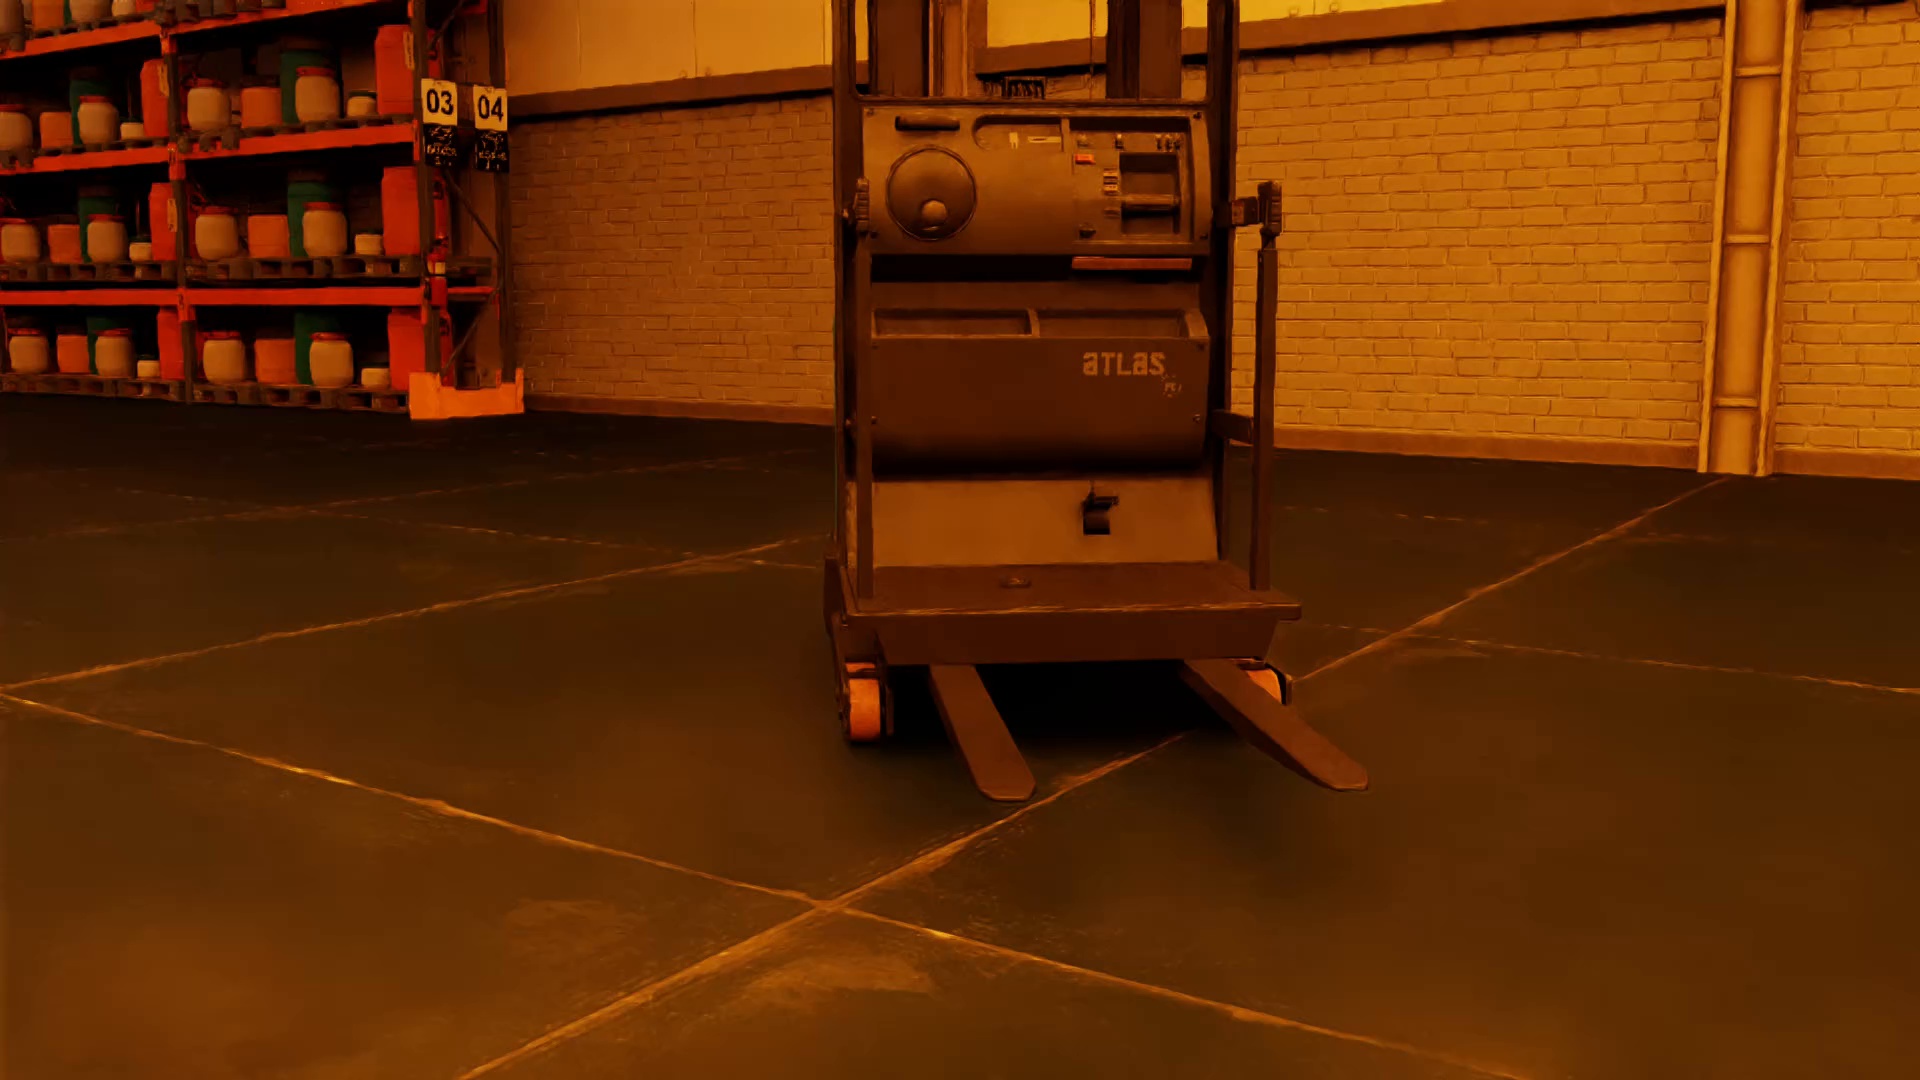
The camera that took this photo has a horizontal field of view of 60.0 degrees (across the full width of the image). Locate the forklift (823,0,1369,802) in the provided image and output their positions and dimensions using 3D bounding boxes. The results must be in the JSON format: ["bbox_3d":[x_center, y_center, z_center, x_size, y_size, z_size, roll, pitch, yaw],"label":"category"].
[{"bbox_3d":[0.230,-1.000,4.225,1.130,2.935,3.031,-1,8,-6],"label":"forklift"}]
